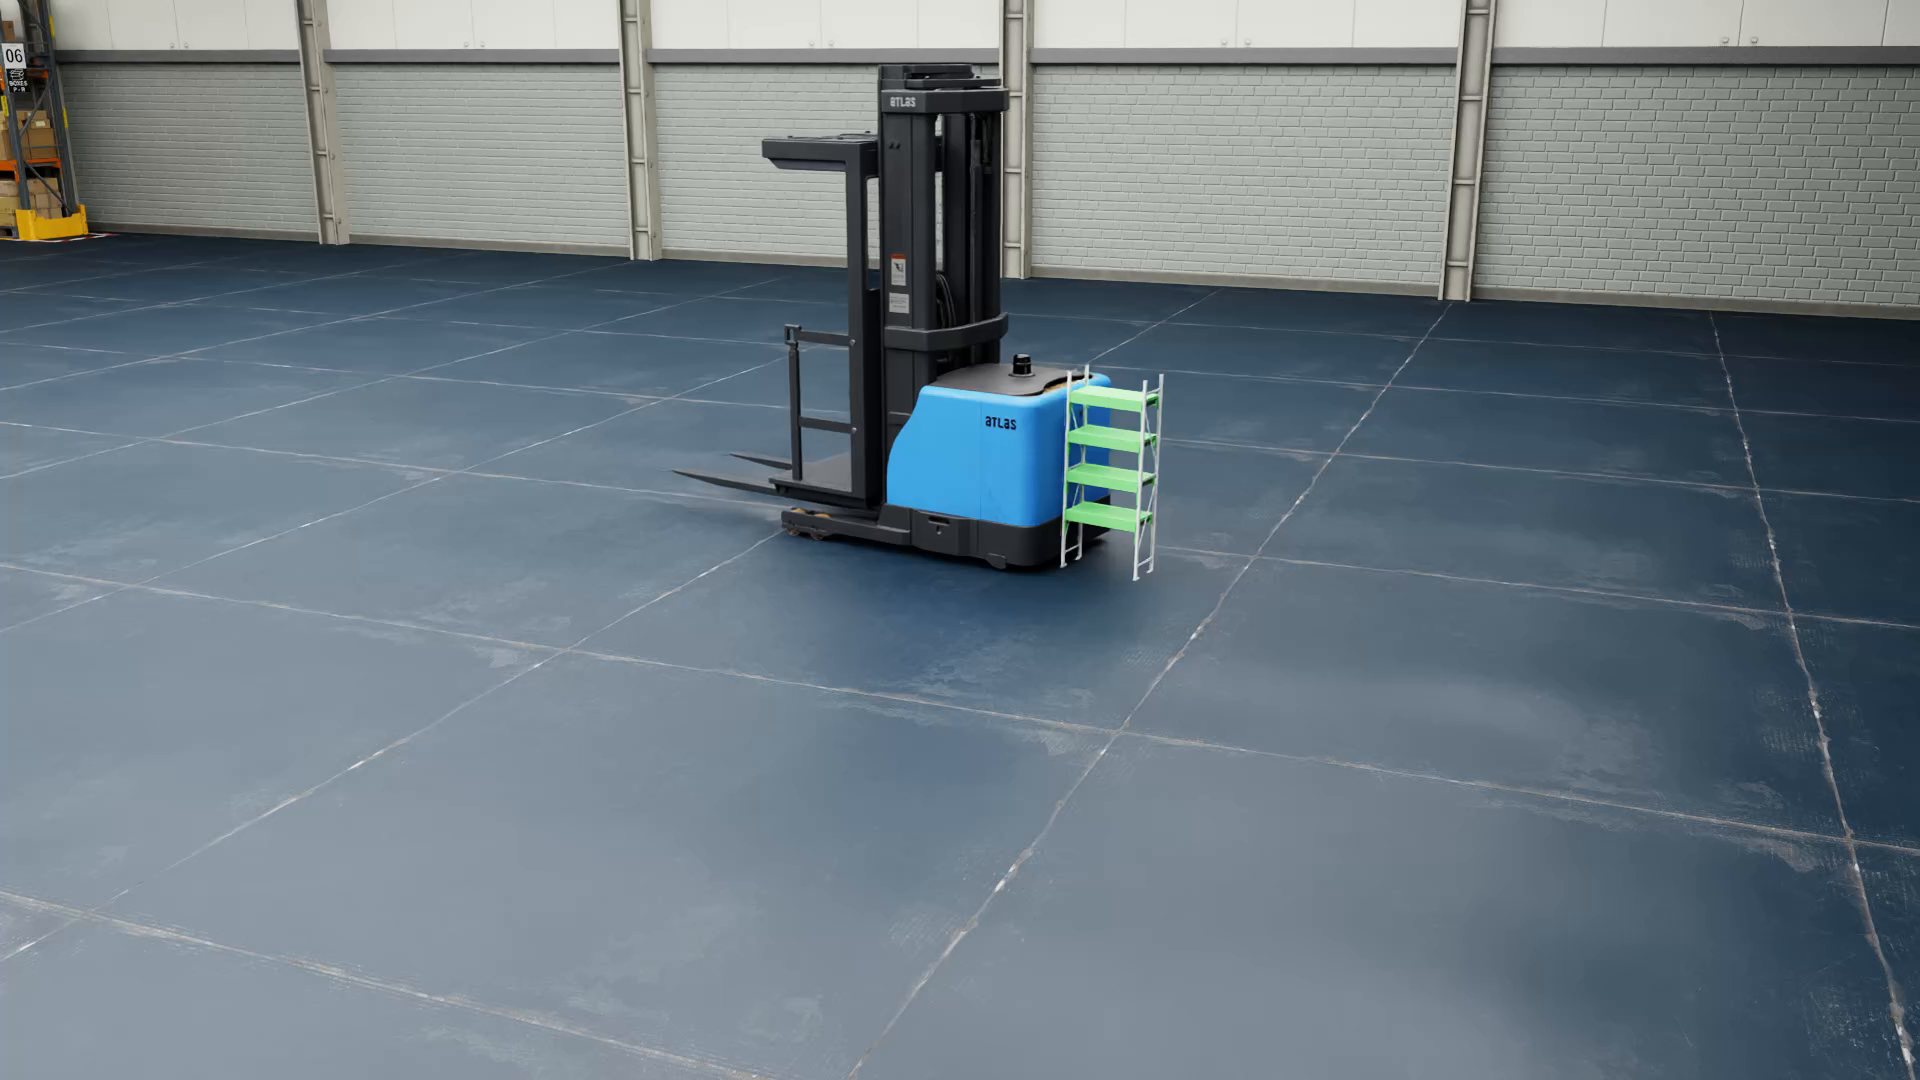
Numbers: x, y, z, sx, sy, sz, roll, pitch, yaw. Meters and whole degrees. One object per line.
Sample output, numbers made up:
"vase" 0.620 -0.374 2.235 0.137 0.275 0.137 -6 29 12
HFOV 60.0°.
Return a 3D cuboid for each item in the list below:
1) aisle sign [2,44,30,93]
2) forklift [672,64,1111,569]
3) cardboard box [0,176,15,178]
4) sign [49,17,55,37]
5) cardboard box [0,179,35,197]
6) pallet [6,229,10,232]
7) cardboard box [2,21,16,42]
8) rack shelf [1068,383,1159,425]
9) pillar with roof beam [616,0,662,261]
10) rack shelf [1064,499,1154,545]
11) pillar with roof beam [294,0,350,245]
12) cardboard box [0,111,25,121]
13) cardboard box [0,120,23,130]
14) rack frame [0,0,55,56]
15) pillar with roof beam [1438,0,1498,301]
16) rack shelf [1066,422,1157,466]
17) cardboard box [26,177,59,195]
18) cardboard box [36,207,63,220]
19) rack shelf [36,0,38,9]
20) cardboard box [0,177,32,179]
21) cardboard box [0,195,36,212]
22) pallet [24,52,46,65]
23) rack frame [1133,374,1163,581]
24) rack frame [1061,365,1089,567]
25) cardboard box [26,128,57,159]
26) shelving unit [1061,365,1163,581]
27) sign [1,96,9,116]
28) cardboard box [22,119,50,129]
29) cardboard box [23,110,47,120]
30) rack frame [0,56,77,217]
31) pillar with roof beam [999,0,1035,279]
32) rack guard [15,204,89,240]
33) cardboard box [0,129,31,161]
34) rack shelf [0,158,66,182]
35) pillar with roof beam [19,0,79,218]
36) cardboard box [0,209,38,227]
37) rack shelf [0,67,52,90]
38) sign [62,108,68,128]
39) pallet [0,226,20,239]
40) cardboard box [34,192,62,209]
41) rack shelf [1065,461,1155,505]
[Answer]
"aisle sign" -15.706 -7.848 27.664 0.004 0.787 0.394 6 17 21
"forklift" -0.554 -1.525 10.669 3.031 2.935 1.130 10 19 32
"cardboard box" -16.965 -6.246 29.195 0.500 0.250 0.500 6 17 20
"sign" -15.450 -8.724 28.255 0.005 0.325 0.100 6 17 21
"cardboard box" -16.202 -6.010 28.381 0.500 0.250 0.500 7 18 22
"pallet" -17.517 -5.536 29.364 1.213 0.211 1.003 6 17 21
"cardboard box" -16.161 -8.403 27.746 0.500 0.500 0.500 7 18 22
"rack shelf" 0.906 -0.800 9.767 0.480 0.148 0.258 11 19 30
"pillar with roof beam" -6.393 -7.524 20.452 0.400 9.000 9.100 6 17 21
"rack shelf" 0.894 -0.111 9.975 0.480 0.148 0.258 11 19 30
"pillar with roof beam" -11.975 -8.138 22.566 0.400 9.000 9.100 6 17 21
"cardboard box" -16.070 -7.167 28.104 0.250 0.149 0.380 6 17 21
"cardboard box" -16.085 -7.005 28.080 0.250 0.149 0.380 7 17 21
"rack frame" -15.660 -9.564 27.476 0.127 3.000 1.000 6 17 21
"pillar with roof beam" 4.770 -6.297 16.223 0.400 9.000 9.100 6 17 21
"rack shelf" 0.902 -0.570 9.837 0.480 0.148 0.258 11 19 30
"cardboard box" -16.037 -6.142 28.836 0.500 0.250 0.500 6 17 20
"cardboard box" -16.045 -5.665 28.985 0.500 0.250 0.500 6 17 21
"rack shelf" -17.520 -9.231 28.336 4.000 0.370 1.077 6 17 21
"cardboard box" -16.503 -6.192 29.009 0.500 0.250 0.500 6 17 21
"cardboard box" -16.227 -5.773 28.459 0.500 0.250 0.500 6 17 20
"pallet" -16.308 -8.160 28.178 1.213 0.211 1.003 6 17 21
"rack frame" 1.107 -0.361 9.766 0.015 1.200 0.240 11 19 30
"rack frame" 0.691 -0.442 10.009 0.015 1.200 0.240 11 19 30
"cardboard box" -16.019 -6.853 28.721 0.500 0.500 0.500 7 18 22
"shelving unit" 0.899 -0.402 9.888 0.503 1.200 0.258 11 19 30
"sign" -15.872 -7.213 27.638 0.005 0.325 0.100 6 17 21
"cardboard box" -15.880 -7.144 28.559 0.250 0.149 0.380 6 17 19
"cardboard box" -15.894 -7.275 28.475 0.250 0.149 0.380 6 17 20
"rack frame" -15.660 -6.683 28.312 0.127 3.000 1.000 6 17 21
"pillar with roof beam" -0.812 -6.911 18.338 0.400 9.000 9.100 6 17 21
"rack guard" -15.637 -5.480 28.652 0.348 0.500 1.175 6 17 21
"cardboard box" -16.214 -6.713 28.237 0.500 0.500 0.500 6 17 19
"rack shelf" -17.520 -6.542 29.117 4.000 0.370 1.077 6 17 21
"pillar with roof beam" -17.556 -8.752 24.680 0.400 9.000 9.100 6 17 21
"cardboard box" -16.213 -5.530 28.520 0.500 0.250 0.500 6 17 21
"rack shelf" -17.520 -7.982 28.699 4.000 0.370 1.077 6 17 21
"sign" -15.450 -7.280 28.674 0.005 0.325 0.100 6 17 21
"pallet" -16.386 -5.411 28.933 1.213 0.211 1.003 6 17 21
"cardboard box" -16.021 -5.906 28.918 0.500 0.250 0.500 7 17 22
"rack shelf" 0.898 -0.341 9.906 0.480 0.148 0.258 11 19 30
